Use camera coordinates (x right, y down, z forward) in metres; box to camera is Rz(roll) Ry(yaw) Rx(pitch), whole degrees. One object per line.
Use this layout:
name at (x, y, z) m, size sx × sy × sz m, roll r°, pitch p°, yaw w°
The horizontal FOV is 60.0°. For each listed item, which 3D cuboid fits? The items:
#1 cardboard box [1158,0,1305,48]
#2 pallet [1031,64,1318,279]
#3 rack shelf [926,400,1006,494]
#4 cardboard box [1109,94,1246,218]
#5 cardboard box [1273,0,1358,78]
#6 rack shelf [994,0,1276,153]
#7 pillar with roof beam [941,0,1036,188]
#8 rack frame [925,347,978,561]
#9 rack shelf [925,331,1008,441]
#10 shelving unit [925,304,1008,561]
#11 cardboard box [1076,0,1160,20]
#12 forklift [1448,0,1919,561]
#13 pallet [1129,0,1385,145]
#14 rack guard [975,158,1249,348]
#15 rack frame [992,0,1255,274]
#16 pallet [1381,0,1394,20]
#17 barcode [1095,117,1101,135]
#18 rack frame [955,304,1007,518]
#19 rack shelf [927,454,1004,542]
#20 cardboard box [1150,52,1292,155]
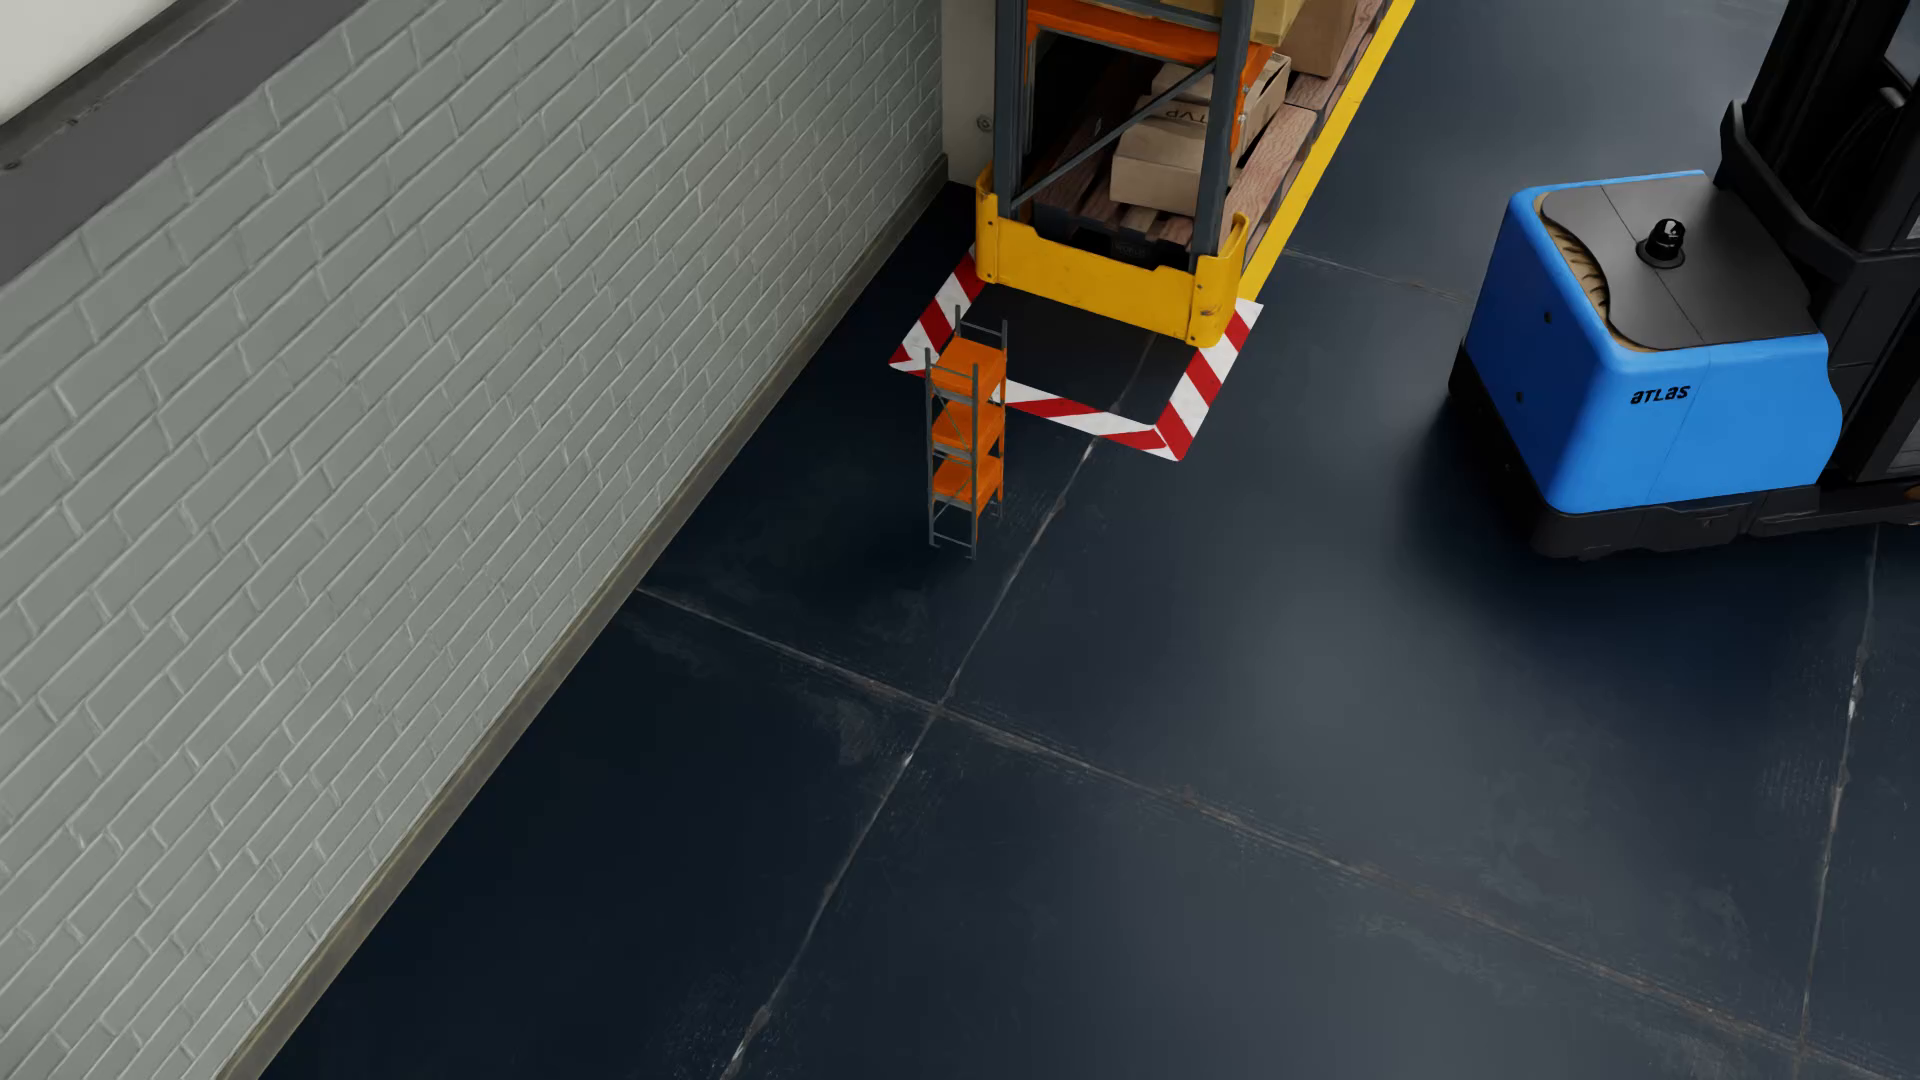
cardboard box at (1.112, -2.242, 6.588) m, size 0.500 × 0.250 × 0.500 m, roll 18°, pitch 52°, yaw 15°
pallet at (1.028, -1.748, 7.914) m, size 1.003 × 0.211 × 1.213 m, roll 20°, pitch 52°, yaw 16°
rack shelf at (0.023, -0.370, 6.205) m, size 0.215 × 0.259 × 0.240 m, roll 20°, pitch 52°, yaw 16°
cardboard box at (0.994, -1.770, 7.578) m, size 0.500 × 0.311 × 0.500 m, roll 14°, pitch 51°, yaw 12°
cardboard box at (1.596, -2.712, 8.256) m, size 0.700 × 0.500 × 0.500 m, roll 17°, pitch 52°, yaw 14°
rack shelf at (1.471, -3.195, 7.787) m, size 1.077 × 0.370 × 4.000 m, roll 20°, pitch 52°, yaw 16°
pillar with roof beam at (4.026, -3.358, 3.514) m, size 9.100 × 9.000 × 0.400 m, roll 20°, pitch 52°, yaw 16°
rack frame at (-0.029, -0.293, 6.125) m, size 0.200 × 1.050 × 0.008 m, roll 20°, pitch 52°, yaw 16°
rack shelf at (0.023, -0.554, 5.989) m, size 0.215 × 0.259 × 0.240 m, roll 20°, pitch 52°, yaw 16°
shelving unit at (0.023, -0.377, 6.197) m, size 0.215 × 1.050 × 0.252 m, roll 20°, pitch 52°, yaw 16°
cardboard box at (0.641, -2.394, 6.718) m, size 0.500 × 0.250 × 0.500 m, roll 20°, pitch 53°, yaw 17°
forklift at (3.624, -1.403, 5.834) m, size 3.031 × 2.935 × 1.130 m, roll -7°, pitch 50°, yaw -6°
pallet at (1.551, -2.585, 8.626) m, size 1.003 × 0.211 × 1.213 m, roll 20°, pitch 52°, yaw 16°
rack guard at (0.649, -1.293, 7.337) m, size 1.175 × 0.500 × 0.348 m, roll 20°, pitch 52°, yaw 16°
rack frame at (0.617, -2.051, 6.341) m, size 1.000 × 3.000 × 0.127 m, roll 20°, pitch 52°, yaw 16°
pallet at (2.070, -3.428, 9.343) m, size 1.003 × 0.211 × 1.213 m, roll 20°, pitch 52°, yaw 16°
barcode at (0.640, -1.915, 7.696) m, size 0.001 × 0.075 × 0.075 m, roll 20°, pitch 52°, yaw 16°
rack frame at (0.075, -0.461, 6.268) m, size 0.200 × 1.050 × 0.008 m, roll 20°, pitch 52°, yaw 16°
rack shelf at (0.023, -0.190, 6.416) m, size 0.215 × 0.259 × 0.240 m, roll 20°, pitch 52°, yaw 16°
cardboard box at (1.237, -2.162, 7.912) m, size 0.500 × 0.311 × 0.500 m, roll 24°, pitch 54°, yaw 19°
